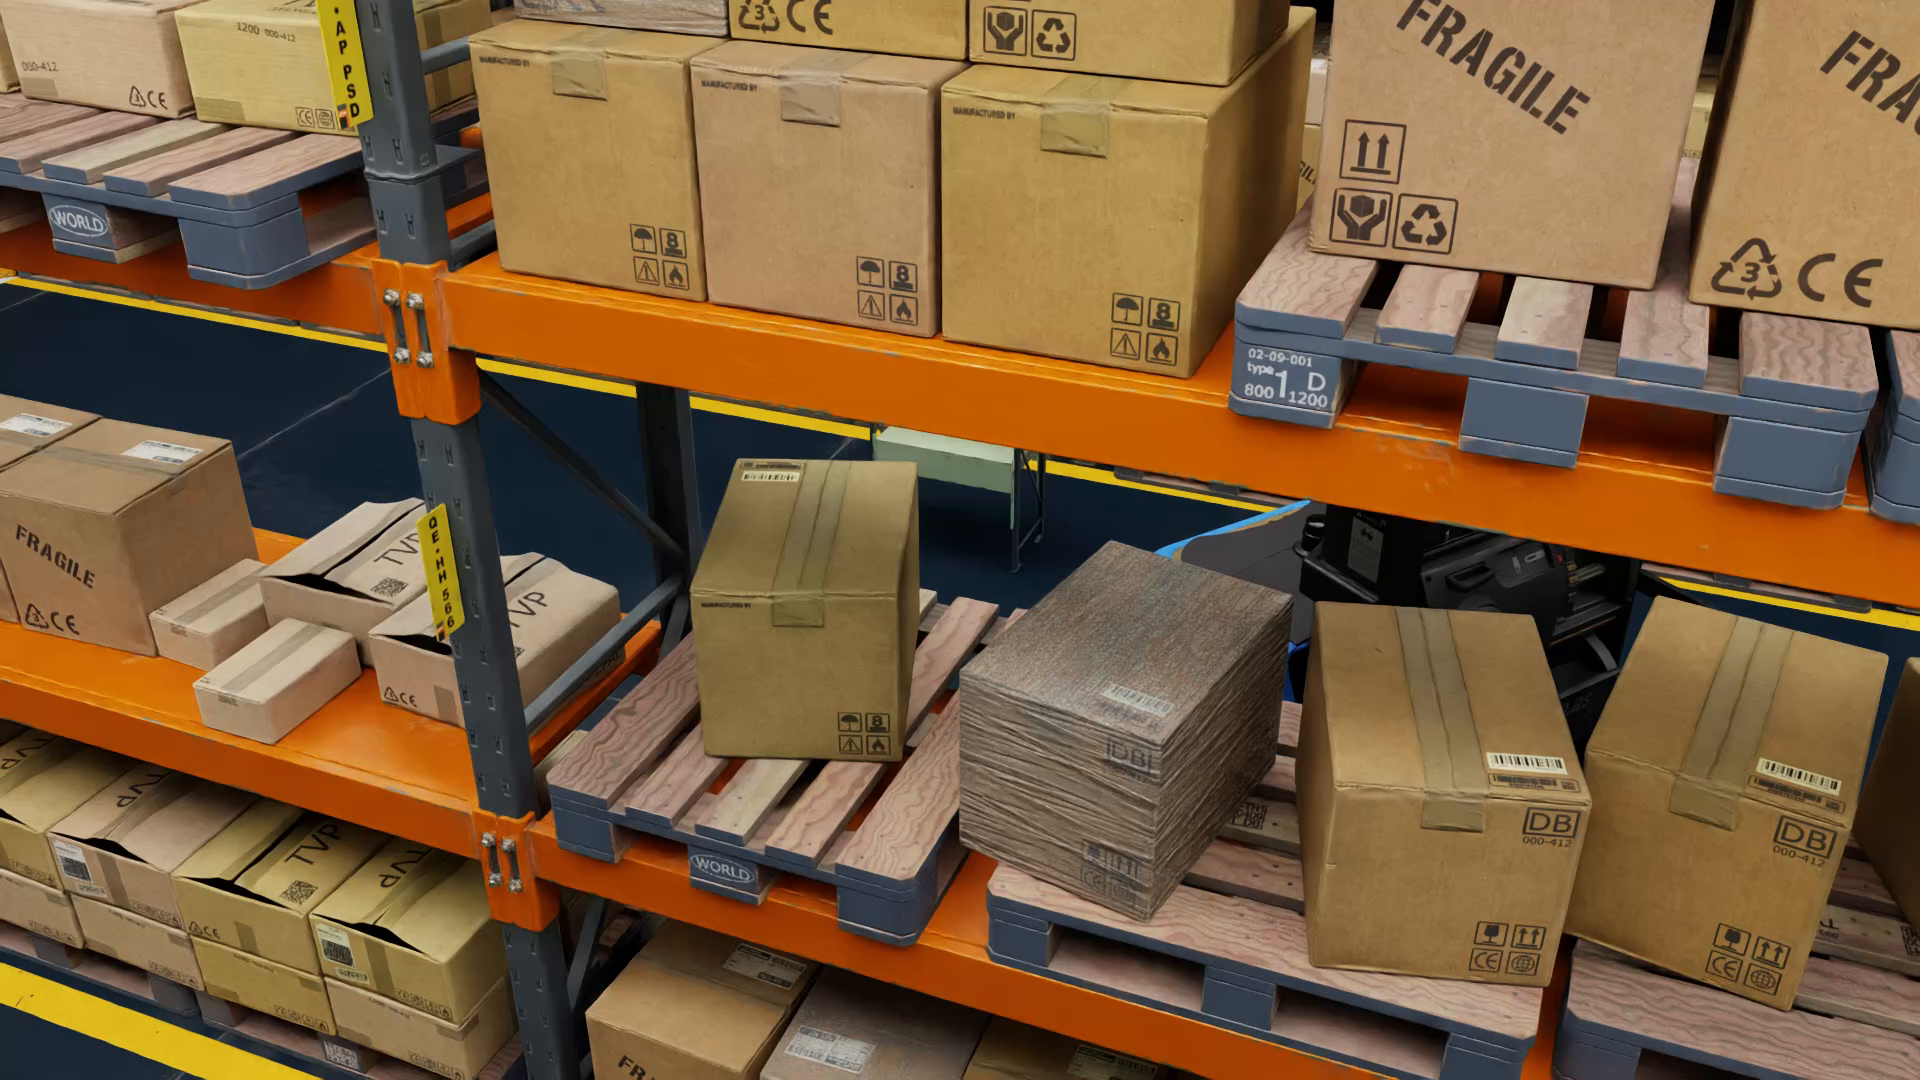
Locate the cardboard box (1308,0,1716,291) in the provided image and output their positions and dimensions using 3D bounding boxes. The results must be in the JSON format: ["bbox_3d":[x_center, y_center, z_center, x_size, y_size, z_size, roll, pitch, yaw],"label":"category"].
[{"bbox_3d":[1.024,-0.879,3.079,0.600,0.600,0.600,10,31,17],"label":"cardboard box"}]

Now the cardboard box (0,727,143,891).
[{"bbox_3d":[-2.999,0.833,5.526,0.500,0.311,0.500,12,32,20],"label":"cardboard box"}]

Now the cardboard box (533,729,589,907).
[{"bbox_3d":[-1.381,0.868,5.464,0.500,0.311,0.500,12,32,21],"label":"cardboard box"}]

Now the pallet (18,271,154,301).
[{"bbox_3d":[-5.751,-2.016,11.603,1.213,0.211,1.003,11,31,19],"label":"pallet"}]

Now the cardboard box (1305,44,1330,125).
[{"bbox_3d":[1.674,-2.138,7.798,0.500,0.250,0.500,11,31,18],"label":"cardboard box"}]

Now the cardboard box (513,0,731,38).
[{"bbox_3d":[-0.605,-1.372,3.463,0.500,0.500,0.500,11,31,19],"label":"cardboard box"}]

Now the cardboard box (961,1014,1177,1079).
[{"bbox_3d":[0.258,1.629,4.412,0.500,0.500,0.500,11,31,18],"label":"cardboard box"}]

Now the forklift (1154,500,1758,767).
[{"bbox_3d":[1.868,0.187,4.940,1.130,2.935,3.031,-17,34,-28],"label":"forklift"}]

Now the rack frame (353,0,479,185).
[{"bbox_3d":[-1.007,-2.283,3.144,0.127,3.000,1.000,11,31,19],"label":"rack frame"}]

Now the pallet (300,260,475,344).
[{"bbox_3d":[-3.490,-1.565,10.804,1.213,0.211,1.003,11,31,19],"label":"pallet"}]

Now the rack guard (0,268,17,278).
[{"bbox_3d":[-6.490,-2.308,11.826,0.348,0.500,1.175,11,31,19],"label":"rack guard"}]

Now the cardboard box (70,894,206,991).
[{"bbox_3d":[-2.530,1.169,5.502,0.500,0.250,0.500,12,32,20],"label":"cardboard box"}]

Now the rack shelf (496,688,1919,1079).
[{"bbox_3d":[0.847,1.012,4.142,4.000,0.370,1.077,11,31,19],"label":"rack shelf"}]

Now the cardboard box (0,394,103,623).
[{"bbox_3d":[-3.055,-0.115,5.304,0.500,0.500,0.500,11,31,19],"label":"cardboard box"}]

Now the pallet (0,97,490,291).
[{"bbox_3d":[-1.669,-0.980,4.078,1.003,0.211,1.213,13,32,21],"label":"pallet"}]

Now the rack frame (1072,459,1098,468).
[{"bbox_3d":[0.852,-1.931,8.617,0.127,3.000,1.000,11,31,19],"label":"rack frame"}]

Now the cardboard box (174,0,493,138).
[{"bbox_3d":[-1.448,-1.153,3.919,0.500,0.250,0.500,9,31,15],"label":"cardboard box"}]

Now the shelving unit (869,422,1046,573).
[{"bbox_3d":[-0.006,-0.654,7.883,0.755,1.500,0.431,11,31,19],"label":"shelving unit"}]

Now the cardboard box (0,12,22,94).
[{"bbox_3d":[-2.467,-1.353,4.272,0.500,0.250,0.500,11,31,18],"label":"cardboard box"}]

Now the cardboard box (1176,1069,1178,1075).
[{"bbox_3d":[0.428,1.387,4.840,0.500,0.500,0.500,10,31,17],"label":"cardboard box"}]

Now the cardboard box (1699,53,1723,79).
[{"bbox_3d":[3.277,-2.087,7.707,0.500,0.250,0.500,10,31,17],"label":"cardboard box"}]

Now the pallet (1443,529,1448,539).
[{"bbox_3d":[2.681,-0.310,8.584,1.213,0.211,1.003,11,31,19],"label":"pallet"}]

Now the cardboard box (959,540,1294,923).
[{"bbox_3d":[0.395,0.424,3.923,0.500,0.500,0.700,18,34,28],"label":"cardboard box"}]

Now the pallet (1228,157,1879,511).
[{"bbox_3d":[1.160,-0.498,3.226,1.003,0.211,1.213,11,31,19],"label":"pallet"}]

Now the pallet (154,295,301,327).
[{"bbox_3d":[-4.624,-1.790,11.202,1.213,0.211,1.003,11,31,19],"label":"pallet"}]

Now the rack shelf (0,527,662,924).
[{"bbox_3d":[-2.860,0.272,5.452,4.000,0.370,1.077,11,31,19],"label":"rack shelf"}]

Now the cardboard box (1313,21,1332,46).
[{"bbox_3d":[1.849,-2.376,8.218,0.500,0.250,0.500,10,31,17],"label":"cardboard box"}]

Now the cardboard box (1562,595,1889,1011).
[{"bbox_3d":[1.684,0.554,3.692,0.500,0.500,0.700,17,33,27],"label":"cardboard box"}]

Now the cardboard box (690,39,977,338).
[{"bbox_3d":[-0.117,-0.861,3.575,0.500,0.500,0.910,11,31,19],"label":"cardboard box"}]

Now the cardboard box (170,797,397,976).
[{"bbox_3d":[-2.069,1.021,5.193,0.500,0.311,0.500,11,31,18],"label":"cardboard box"}]

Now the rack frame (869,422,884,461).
[{"bbox_3d":[-0.345,-0.722,8.003,0.023,1.500,0.400,11,31,19],"label":"rack frame"}]

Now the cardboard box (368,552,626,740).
[{"bbox_3d":[-1.327,0.280,4.796,0.500,0.311,0.500,13,32,22],"label":"cardboard box"}]

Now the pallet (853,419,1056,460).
[{"bbox_3d":[0.129,-0.862,9.560,1.213,0.211,1.003,11,31,19],"label":"pallet"}]

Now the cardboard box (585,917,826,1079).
[{"bbox_3d":[-0.692,1.440,4.747,0.500,0.500,0.500,13,32,21],"label":"cardboard box"}]

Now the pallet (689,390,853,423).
[{"bbox_3d":[-0.998,-1.088,9.961,1.213,0.211,1.003,11,31,19],"label":"pallet"}]

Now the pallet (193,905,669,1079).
[{"bbox_3d":[-1.755,1.373,5.607,1.213,0.211,1.003,11,31,19],"label":"pallet"}]

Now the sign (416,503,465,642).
[{"bbox_3d":[-1.212,0.078,3.886,0.005,0.325,0.100,11,31,19],"label":"sign"}]

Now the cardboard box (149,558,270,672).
[{"bbox_3d":[-2.209,0.228,5.054,0.250,0.149,0.380,14,32,23],"label":"cardboard box"}]

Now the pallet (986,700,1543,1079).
[{"bbox_3d":[0.797,0.770,4.034,1.213,0.211,1.003,11,31,19],"label":"pallet"}]

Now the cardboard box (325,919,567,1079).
[{"bbox_3d":[-1.586,1.357,5.169,0.500,0.250,0.500,12,32,20],"label":"cardboard box"}]

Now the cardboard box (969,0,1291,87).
[{"bbox_3d":[0.340,-1.184,3.130,0.500,0.500,0.500,11,31,19],"label":"cardboard box"}]
